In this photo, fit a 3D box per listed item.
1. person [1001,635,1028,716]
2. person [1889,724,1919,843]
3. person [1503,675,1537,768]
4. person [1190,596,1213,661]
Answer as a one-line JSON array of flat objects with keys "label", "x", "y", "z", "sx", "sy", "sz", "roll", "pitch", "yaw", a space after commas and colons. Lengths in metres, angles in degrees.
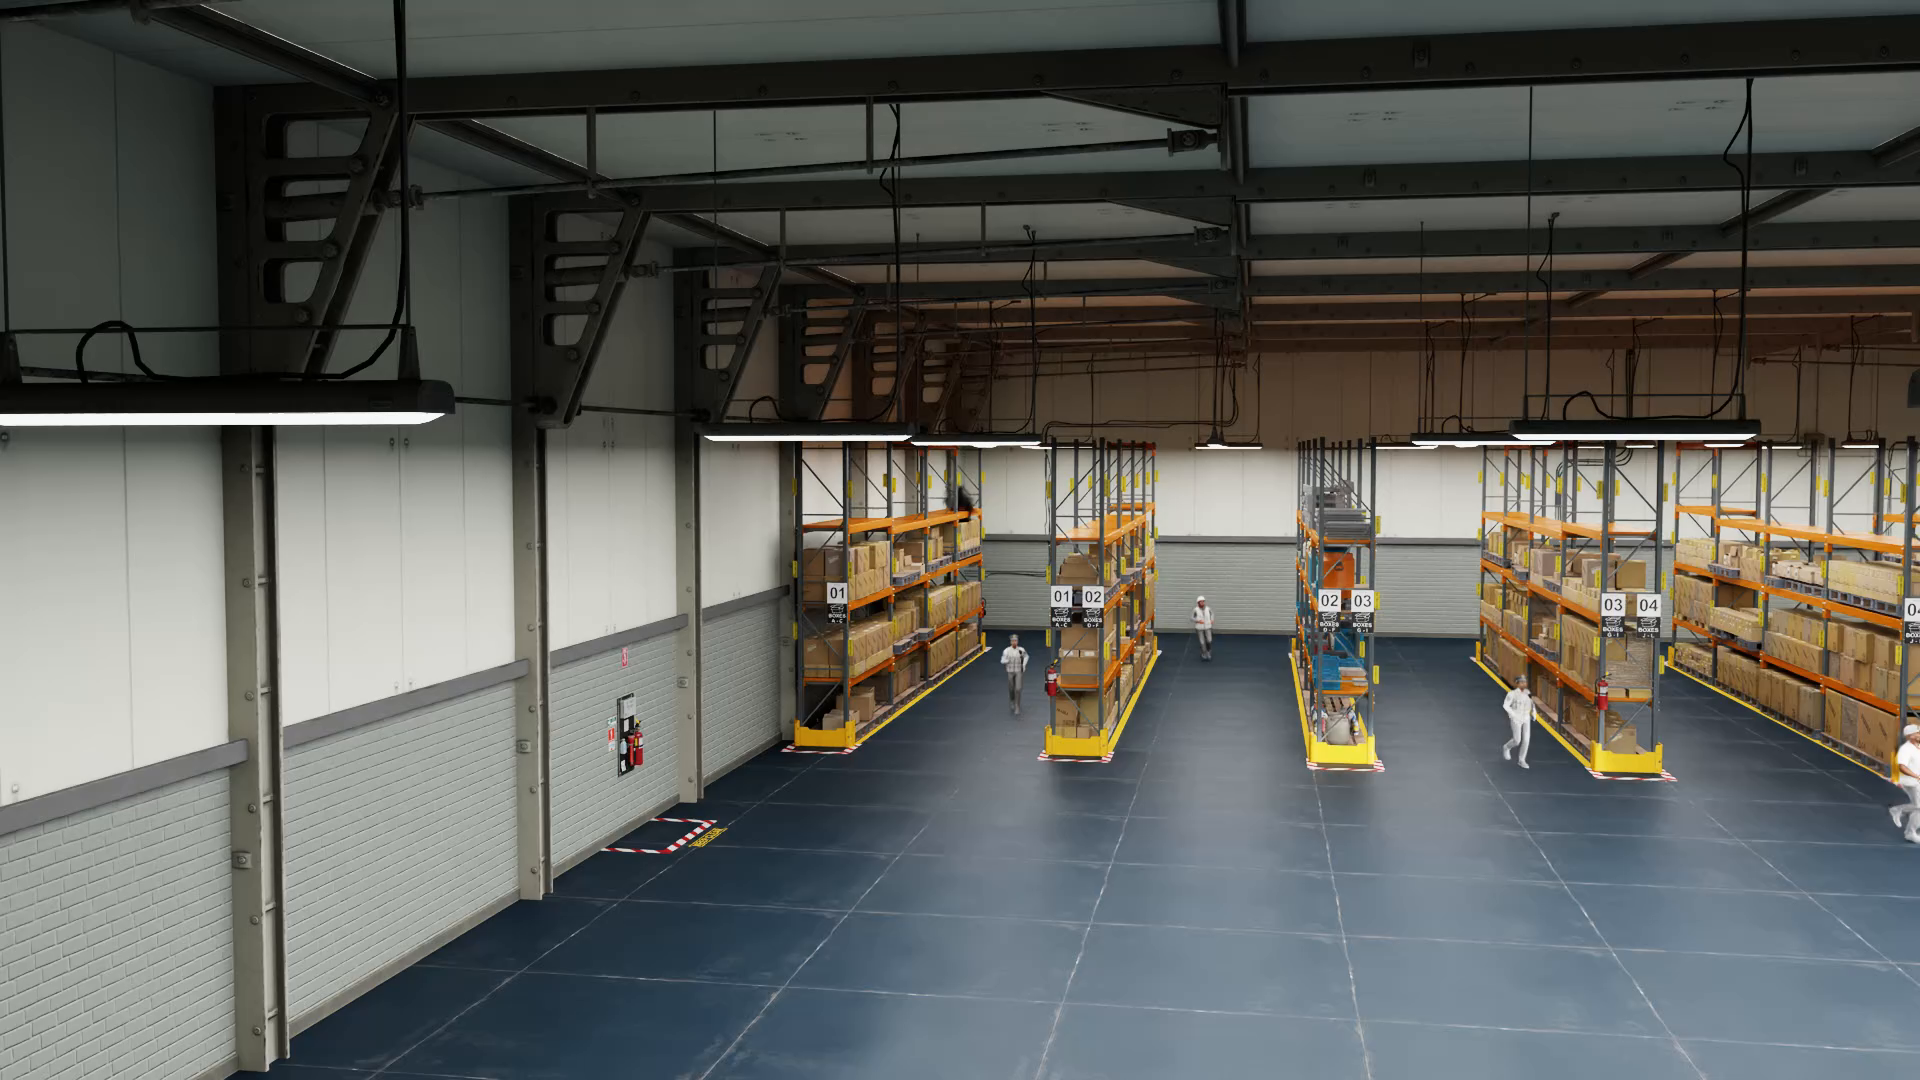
[{"label": "person", "x": 1.193, "y": 2.929, "z": 36.446, "sx": 0.598, "sy": 1.732, "sz": 0.802, "roll": 0, "pitch": 3, "yaw": 4}, {"label": "person", "x": 14.012, "y": 3.570, "z": 24.496, "sx": 0.736, "sy": 1.726, "sz": 0.613, "roll": -3, "pitch": 4, "yaw": -45}, {"label": "person", "x": 10.230, "y": 3.283, "z": 30.410, "sx": 0.644, "sy": 1.681, "sz": 0.666, "roll": -1, "pitch": 3, "yaw": -12}, {"label": "person", "x": 6.667, "y": 2.434, "z": 45.710, "sx": 0.687, "sy": 1.768, "sz": 0.600, "roll": 0, "pitch": 3, "yaw": -5}]
